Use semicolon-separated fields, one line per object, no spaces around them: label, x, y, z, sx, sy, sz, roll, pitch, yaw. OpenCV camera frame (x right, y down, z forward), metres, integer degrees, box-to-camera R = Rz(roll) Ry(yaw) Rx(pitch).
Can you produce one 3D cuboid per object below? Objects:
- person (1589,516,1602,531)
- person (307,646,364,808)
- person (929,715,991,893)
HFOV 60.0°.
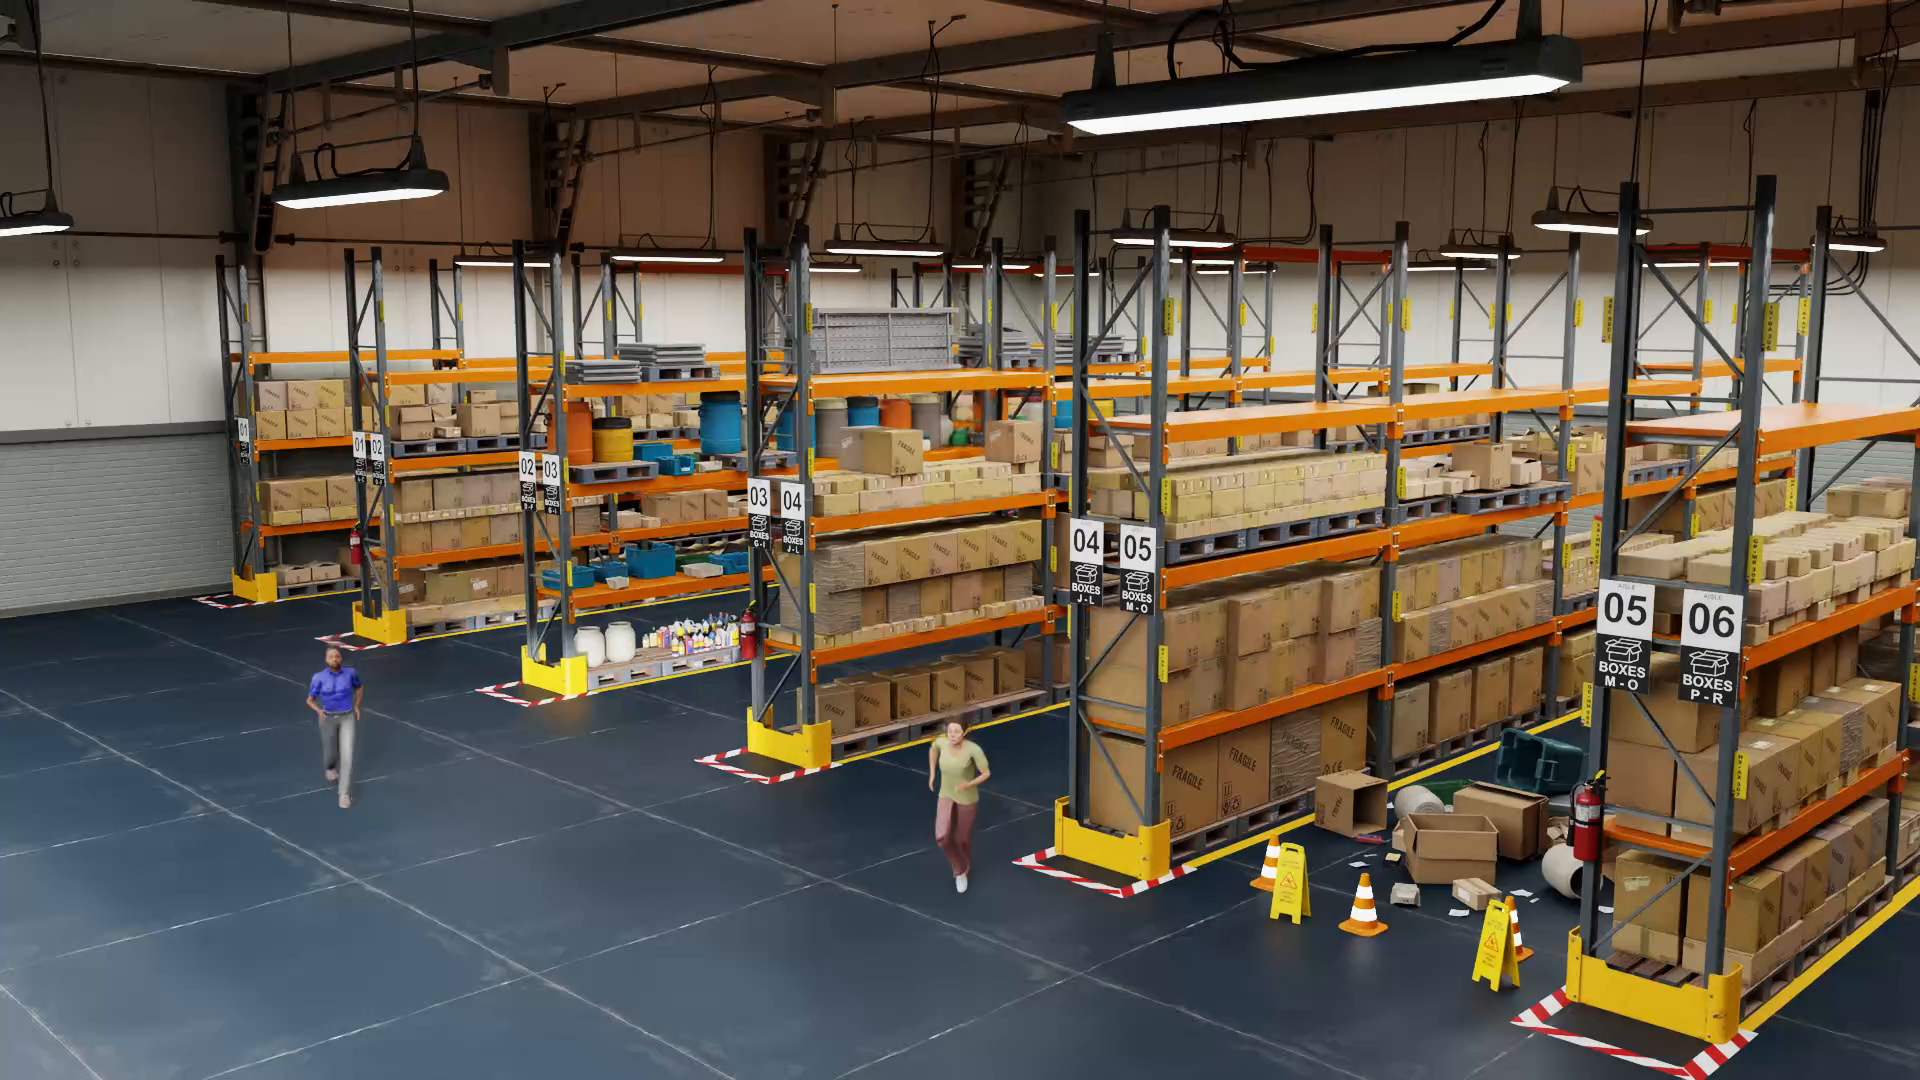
person;10.211;0.527;26.628;0.700;1.849;0.677;-7;11;-40
person;-6.512;1.912;17.402;0.581;1.647;0.828;-4;9;-26
person;-0.005;2.303;14.782;0.601;1.600;0.772;2;8;13
